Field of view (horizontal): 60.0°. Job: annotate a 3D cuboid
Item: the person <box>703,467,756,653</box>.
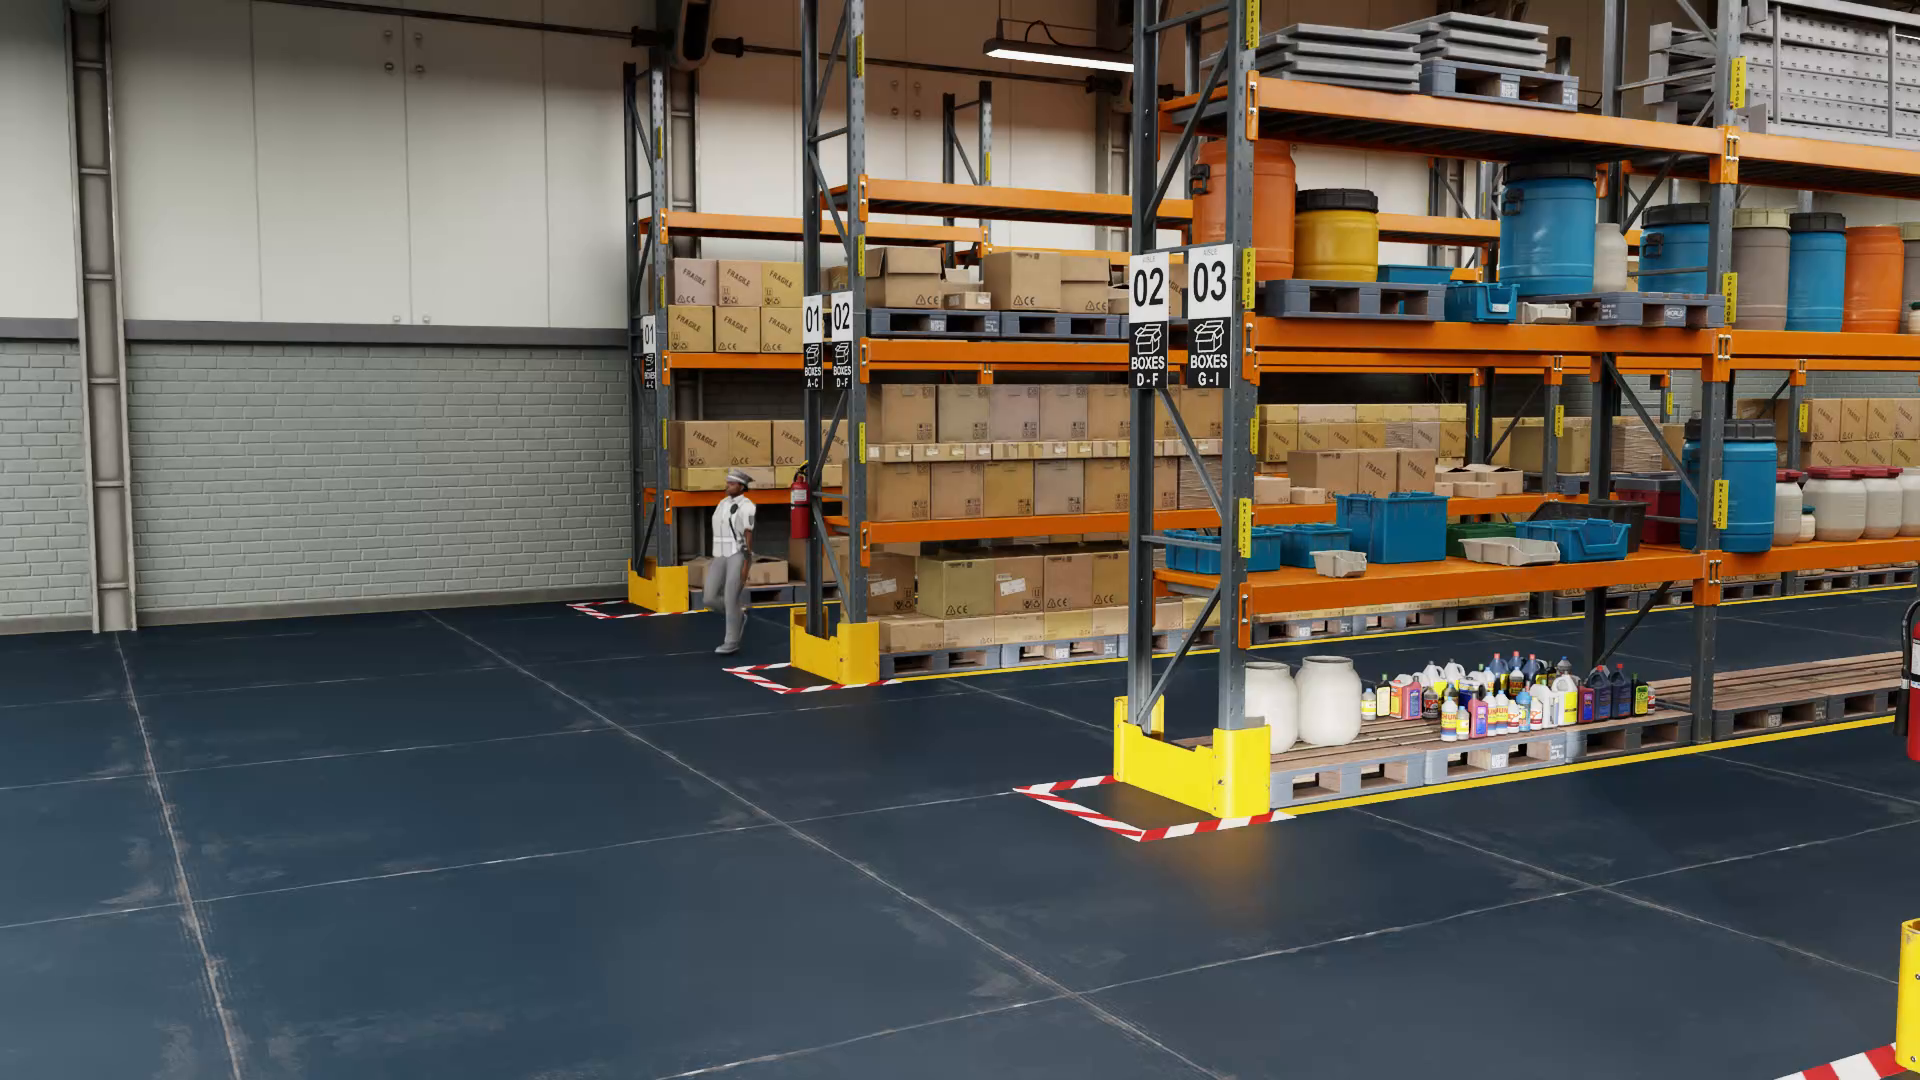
[{"bbox_3d":[-2.071,0.171,15.187,0.449,1.676,0.549,4,6,36],"label":"person"}]
